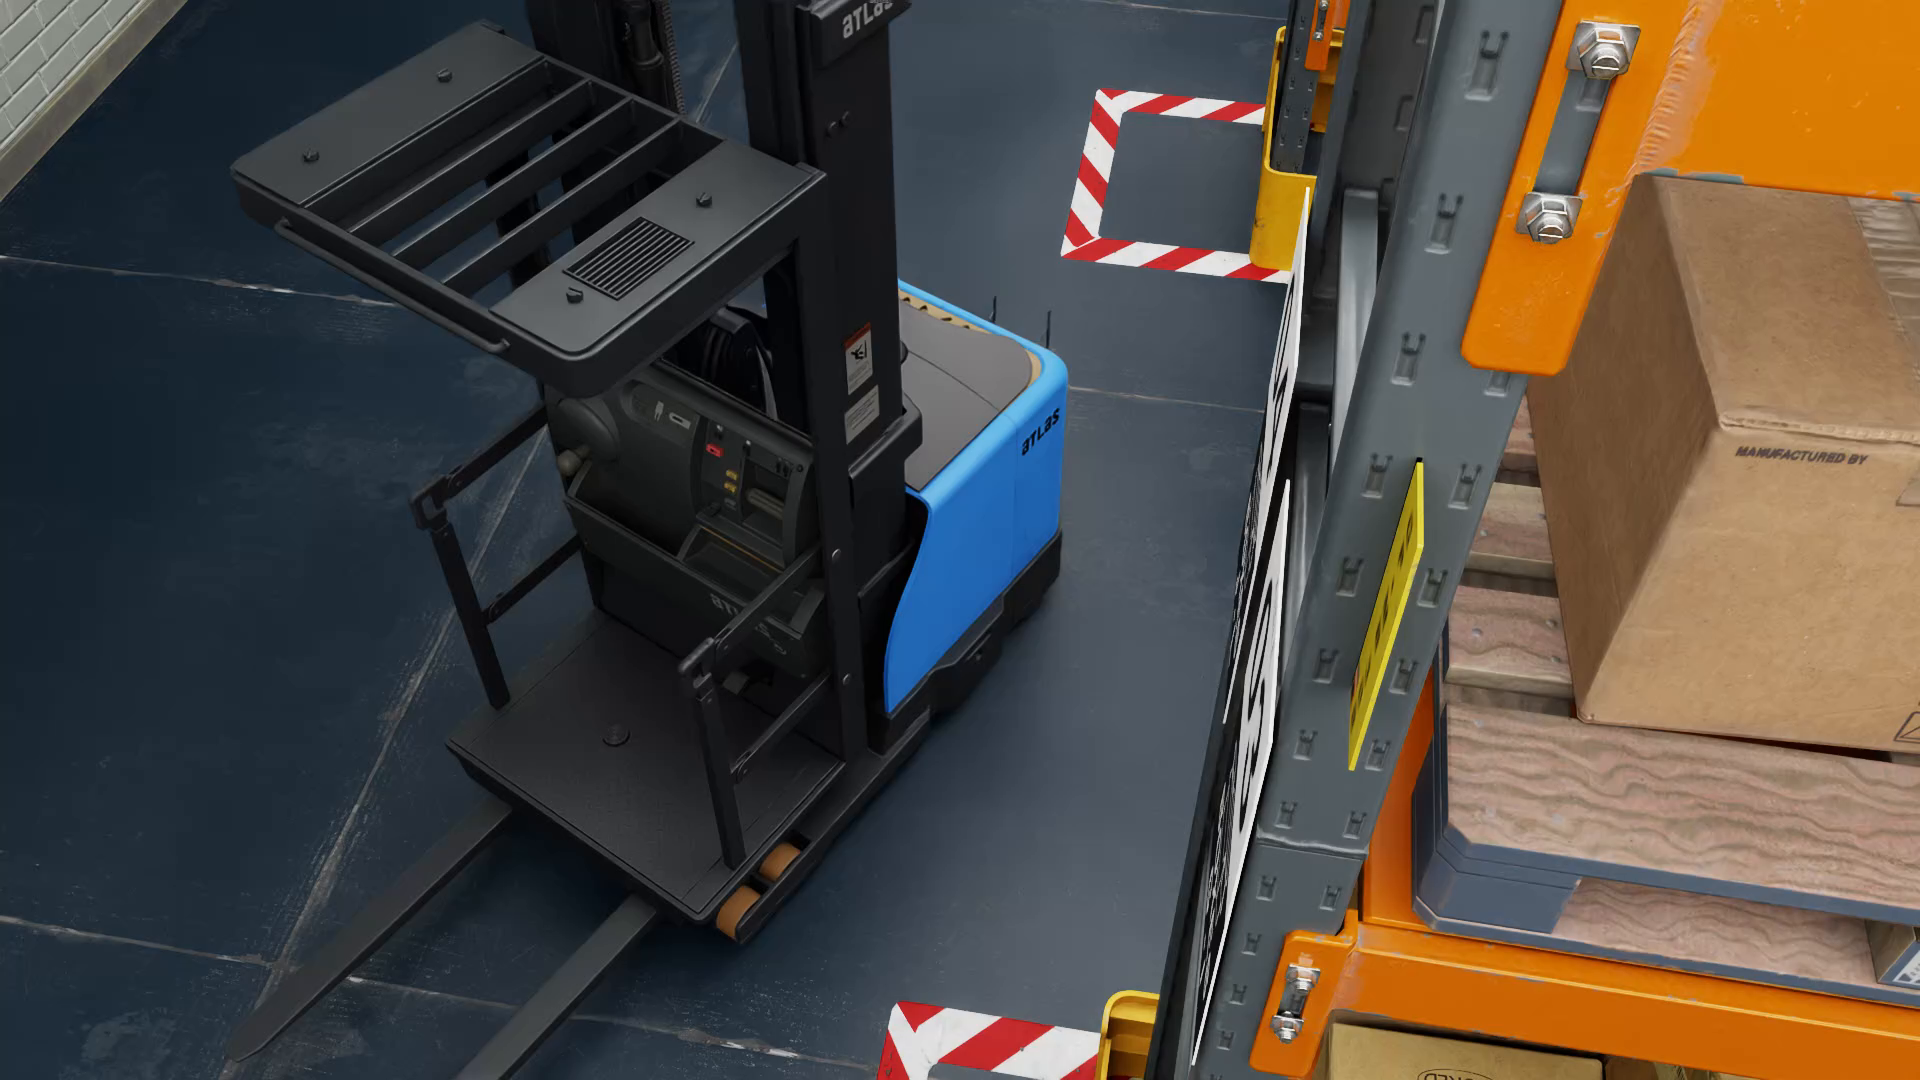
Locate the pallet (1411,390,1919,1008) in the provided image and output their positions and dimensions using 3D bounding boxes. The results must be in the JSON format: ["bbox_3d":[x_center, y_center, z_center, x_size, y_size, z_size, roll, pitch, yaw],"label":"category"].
[{"bbox_3d":[1.220,0.111,2.177,1.213,0.211,1.003,8,49,7],"label":"pallet"}]

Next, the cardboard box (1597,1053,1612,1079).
[{"bbox_3d":[1.511,0.881,3.343,0.500,0.250,0.500,7,48,6],"label":"cardboard box"}]

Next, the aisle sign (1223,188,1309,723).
[{"bbox_3d":[0.471,-0.105,2.580,0.004,0.787,0.394,8,49,7],"label":"aisle sign"}]

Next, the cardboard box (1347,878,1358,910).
[{"bbox_3d":[1.014,0.565,3.122,0.500,0.500,0.500,8,49,7],"label":"cardboard box"}]

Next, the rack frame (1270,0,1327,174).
[{"bbox_3d":[1.470,-2.624,6.591,0.127,3.000,1.000,8,49,7],"label":"rack frame"}]

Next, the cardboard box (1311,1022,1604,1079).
[{"bbox_3d":[0.913,1.205,3.052,0.500,0.250,0.500,7,48,6],"label":"cardboard box"}]

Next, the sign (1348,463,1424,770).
[{"bbox_3d":[0.384,0.077,1.507,0.005,0.325,0.100,8,49,7],"label":"sign"}]

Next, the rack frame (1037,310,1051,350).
[{"bbox_3d":[0.267,-0.414,6.017,0.006,0.900,0.240,17,50,15],"label":"rack frame"}]

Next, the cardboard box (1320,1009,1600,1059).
[{"bbox_3d":[1.012,0.814,3.403,0.500,0.250,0.500,7,48,6],"label":"cardboard box"}]

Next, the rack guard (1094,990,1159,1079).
[{"bbox_3d":[0.465,1.825,4.274,0.348,0.500,1.175,8,49,7],"label":"rack guard"}]

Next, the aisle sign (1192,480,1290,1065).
[{"bbox_3d":[0.364,0.334,2.185,0.004,0.787,0.394,8,49,7],"label":"aisle sign"}]

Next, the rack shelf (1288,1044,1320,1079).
[{"bbox_3d":[2.456,1.498,3.371,4.000,0.370,1.077,8,49,7],"label":"rack shelf"}]

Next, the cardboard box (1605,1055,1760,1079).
[{"bbox_3d":[1.405,1.020,2.713,0.500,0.500,0.500,7,48,6],"label":"cardboard box"}]

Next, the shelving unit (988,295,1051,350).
[{"bbox_3d":[0.173,-0.443,6.043,0.210,0.900,0.258,17,50,15],"label":"shelving unit"}]

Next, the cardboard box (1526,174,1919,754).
[{"bbox_3d":[1.009,-0.187,1.968,0.500,0.500,0.700,5,48,5],"label":"cardboard box"}]

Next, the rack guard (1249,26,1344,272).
[{"bbox_3d":[1.545,-1.779,7.512,0.348,0.500,1.175,8,49,7],"label":"rack guard"}]

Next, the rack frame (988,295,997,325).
[{"bbox_3d":[0.080,-0.473,6.070,0.006,0.900,0.240,17,50,15],"label":"rack frame"}]

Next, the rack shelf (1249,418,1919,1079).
[{"bbox_3d":[2.456,0.495,2.255,4.000,0.370,1.077,8,49,7],"label":"rack shelf"}]

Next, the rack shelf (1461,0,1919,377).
[{"bbox_3d":[2.456,-0.373,1.288,4.000,0.370,1.077,8,49,7],"label":"rack shelf"}]

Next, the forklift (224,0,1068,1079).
[{"bbox_3d":[-0.908,-0.164,4.427,1.130,2.935,3.031,28,54,23],"label":"forklift"}]

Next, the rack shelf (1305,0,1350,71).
[{"bbox_3d":[3.438,-2.119,6.621,4.000,0.370,1.077,8,49,7],"label":"rack shelf"}]

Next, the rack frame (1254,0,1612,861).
[{"bbox_3d":[0.488,-1.012,1.110,0.127,3.000,1.000,8,49,7],"label":"rack frame"}]

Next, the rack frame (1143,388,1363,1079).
[{"bbox_3d":[0.488,0.993,3.341,0.127,3.000,1.000,8,49,7],"label":"rack frame"}]
